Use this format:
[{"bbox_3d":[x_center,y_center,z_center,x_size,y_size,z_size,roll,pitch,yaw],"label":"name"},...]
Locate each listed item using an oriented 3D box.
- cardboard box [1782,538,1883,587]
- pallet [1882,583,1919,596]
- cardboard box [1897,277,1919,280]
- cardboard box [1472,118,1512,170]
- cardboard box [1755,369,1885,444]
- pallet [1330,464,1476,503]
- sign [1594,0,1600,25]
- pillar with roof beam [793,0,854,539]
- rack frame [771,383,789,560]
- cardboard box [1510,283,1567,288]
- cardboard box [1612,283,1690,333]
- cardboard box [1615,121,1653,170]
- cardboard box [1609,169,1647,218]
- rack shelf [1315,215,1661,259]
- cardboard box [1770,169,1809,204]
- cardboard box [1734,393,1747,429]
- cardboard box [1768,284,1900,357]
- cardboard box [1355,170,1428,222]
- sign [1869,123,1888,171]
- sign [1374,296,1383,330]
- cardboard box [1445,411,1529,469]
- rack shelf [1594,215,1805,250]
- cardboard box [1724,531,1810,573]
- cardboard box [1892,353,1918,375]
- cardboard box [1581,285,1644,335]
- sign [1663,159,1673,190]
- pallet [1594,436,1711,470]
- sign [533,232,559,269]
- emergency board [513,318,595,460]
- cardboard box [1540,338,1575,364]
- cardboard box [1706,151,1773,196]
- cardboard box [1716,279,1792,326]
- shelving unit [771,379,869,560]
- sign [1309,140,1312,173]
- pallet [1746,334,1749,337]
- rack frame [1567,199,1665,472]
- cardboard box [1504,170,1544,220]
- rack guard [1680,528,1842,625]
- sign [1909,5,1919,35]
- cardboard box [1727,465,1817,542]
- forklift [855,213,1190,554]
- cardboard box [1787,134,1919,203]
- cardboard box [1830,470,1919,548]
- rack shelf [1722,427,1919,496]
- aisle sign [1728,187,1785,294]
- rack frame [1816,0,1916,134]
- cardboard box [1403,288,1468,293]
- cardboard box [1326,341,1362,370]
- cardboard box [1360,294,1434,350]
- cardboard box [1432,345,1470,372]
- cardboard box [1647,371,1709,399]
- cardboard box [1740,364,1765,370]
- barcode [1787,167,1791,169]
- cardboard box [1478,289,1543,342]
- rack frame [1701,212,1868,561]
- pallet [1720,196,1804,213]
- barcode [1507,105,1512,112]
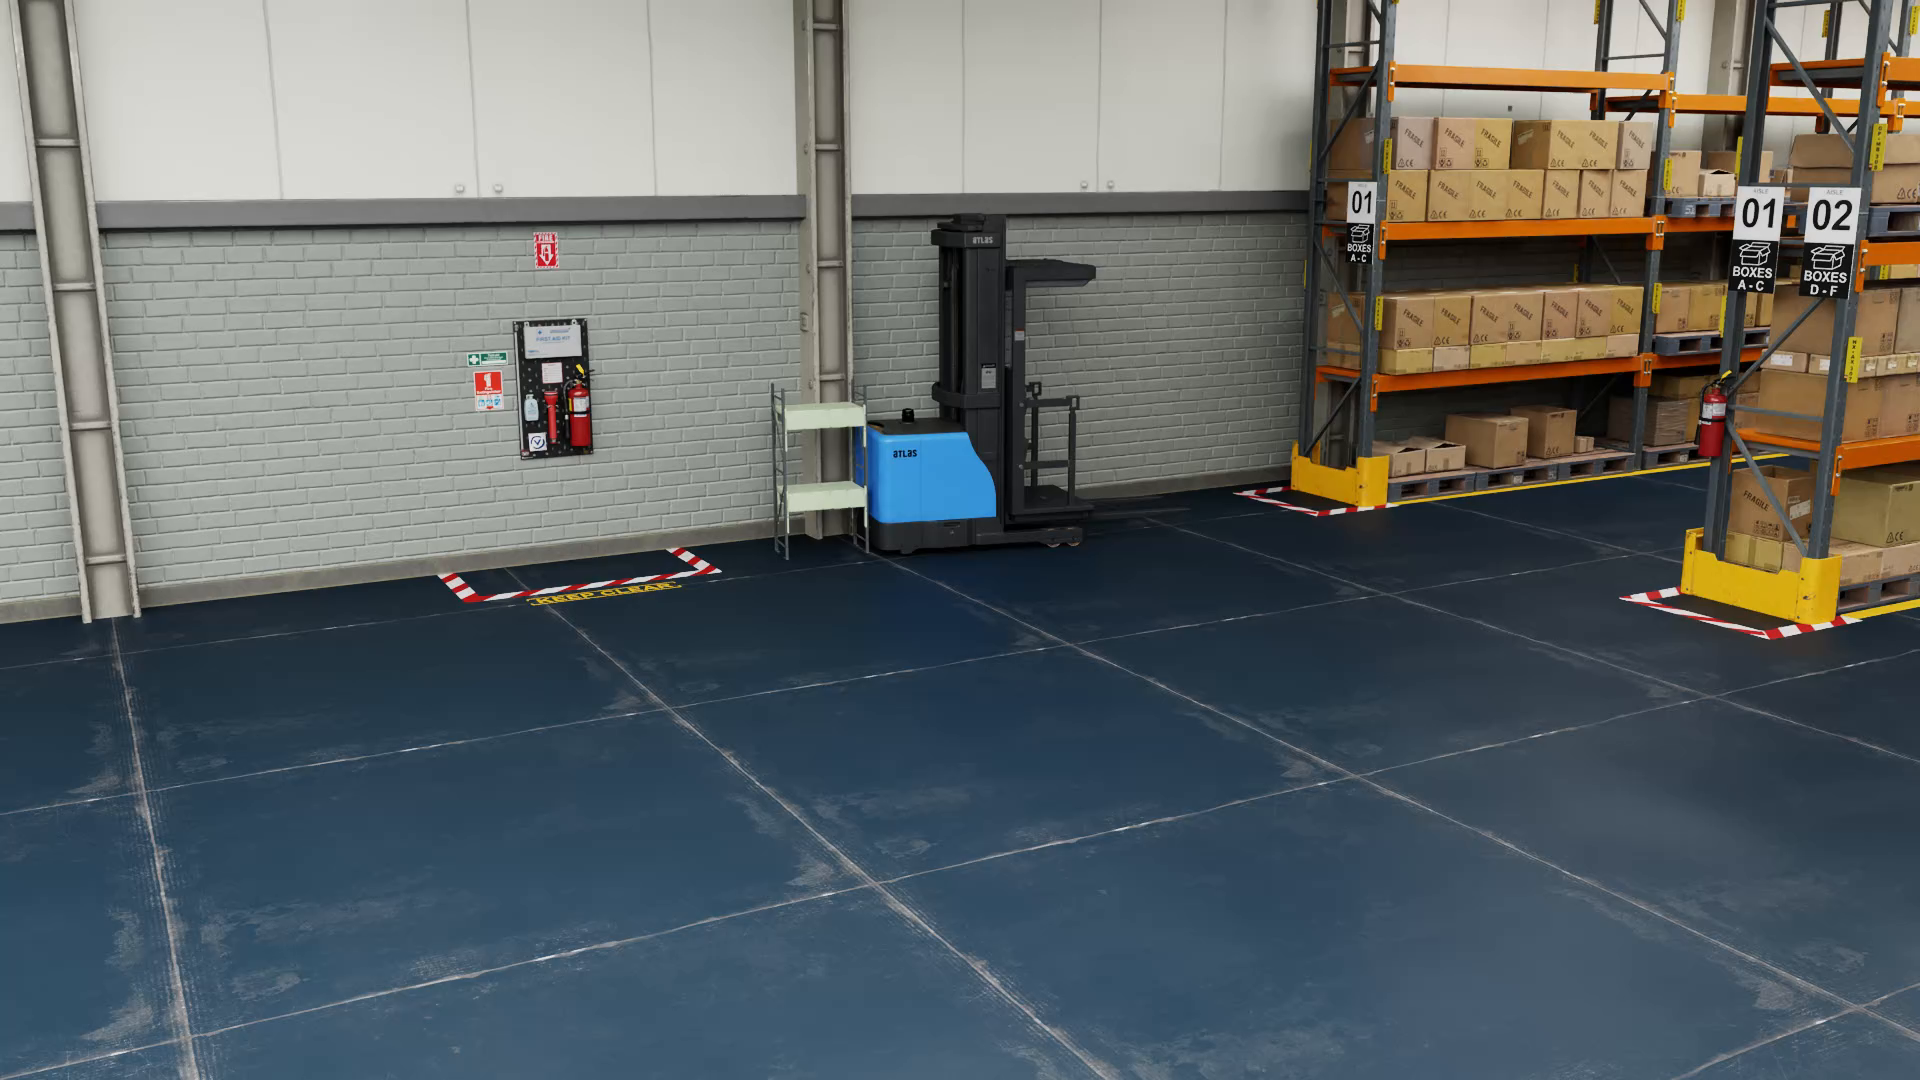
[{"bbox_3d":[6.809,0.166,12.987,0.500,0.250,0.500,-7,14,-28],"label":"cardboard box"},{"bbox_3d":[7.953,0.187,13.937,1.213,0.211,1.003,-7,14,-28],"label":"pallet"},{"bbox_3d":[8.035,-1.853,13.471,0.500,0.500,0.700,-7,14,-28],"label":"cardboard box"},{"bbox_3d":[5.219,-4.014,16.872,0.500,0.500,0.500,-6,14,-26],"label":"cardboard box"},{"bbox_3d":[6.648,-1.053,12.868,0.500,0.500,0.700,-7,14,-28],"label":"cardboard box"},{"bbox_3d":[4.652,-0.638,17.603,1.213,0.211,1.003,-7,14,-28],"label":"pallet"},{"bbox_3d":[7.095,-5.898,18.475,0.005,0.325,0.100,-7,14,-28],"label":"sign"},{"bbox_3d":[0.851,-3.618,10.830,0.400,9.000,9.100,-7,14,-28],"label":"pillar with roof beam"},{"bbox_3d":[-1.572,-0.598,14.492,0.023,1.500,0.400,-5,14,-20],"label":"rack frame"},{"bbox_3d":[6.398,-2.572,18.434,0.500,0.500,0.500,-7,14,-28],"label":"cardboard box"},{"bbox_3d":[7.829,-2.643,18.931,0.500,0.500,0.700,-7,14,-28],"label":"cardboard box"},{"bbox_3d":[7.056,-4.237,17.863,0.500,0.500,0.500,-8,15,-33],"label":"cardboard box"},{"bbox_3d":[7.039,-3.753,17.990,0.500,0.500,0.500,-6,14,-26],"label":"cardboard box"},{"bbox_3d":[5.611,-3.234,17.596,4.000,0.370,1.077,-7,14,-28],"label":"rack shelf"},{"bbox_3d":[9.695,-4.158,19.782,0.637,0.503,0.797,-5,14,-20],"label":"cardboard box"},{"bbox_3d":[8.901,-1.518,19.854,0.500,0.500,0.700,-7,14,-27],"label":"cardboard box"},{"bbox_3d":[6.694,-1.691,12.750,0.500,0.500,0.700,-7,14,-28],"label":"cardboard box"},{"bbox_3d":[4.269,-3.420,16.511,0.500,0.500,0.500,-6,14,-26],"label":"cardboard box"},{"bbox_3d":[6.493,-2.778,11.759,0.005,0.325,0.100,-7,14,-28],"label":"sign"},{"bbox_3d":[4.115,-2.229,16.352,0.005,0.325,0.100,-7,14,-28],"label":"sign"},{"bbox_3d":[5.674,-1.090,17.951,0.500,0.500,0.700,-8,15,-31],"label":"cardboard box"},{"bbox_3d":[9.122,-3.655,19.466,4.000,0.370,1.077,-7,14,-28],"label":"rack shelf"},{"bbox_3d":[6.561,0.066,13.431,0.500,0.250,0.500,-7,14,-28],"label":"cardboard box"},{"bbox_3d":[7.130,-1.376,12.829,0.250,0.149,0.380,-7,14,-28],"label":"cardboard box"},{"bbox_3d":[7.099,-2.525,18.227,0.500,0.500,0.500,-7,14,-28],"label":"cardboard box"},{"bbox_3d":[7.633,-3.944,17.934,0.005,0.325,0.100,-7,14,-28],"label":"sign"},{"bbox_3d":[8.049,-1.054,19.453,1.213,0.211,1.003,-7,14,-28],"label":"pallet"},{"bbox_3d":[-3.453,-2.417,13.879,0.199,0.298,0.001,-7,14,-28],"label":"sign"},{"bbox_3d":[-3.399,-1.268,14.052,0.643,1.169,0.194,-7,14,-28],"label":"emergency board"},{"bbox_3d":[6.220,-2.054,17.840,0.500,0.250,0.500,-7,14,-28],"label":"cardboard box"},{"bbox_3d":[8.967,-4.221,19.158,0.500,0.500,0.500,-7,15,-30],"label":"cardboard box"},{"bbox_3d":[9.386,-2.830,19.762,0.500,0.500,0.700,-7,14,-28],"label":"cardboard box"},{"bbox_3d":[-1.230,-0.626,14.618,0.755,1.500,0.431,-5,14,-20],"label":"shelving unit"},{"bbox_3d":[3.607,-3.916,16.970,0.005,0.325,0.100,-7,14,-28],"label":"sign"},{"bbox_3d":[10.303,-2.564,20.248,1.003,0.211,1.213,-7,14,-28],"label":"pallet"},{"bbox_3d":[7.366,-2.332,18.781,0.127,3.000,1.000,-7,14,-28],"label":"rack frame"},{"bbox_3d":[5.671,-3.586,17.246,0.500,0.500,0.500,-6,14,-24],"label":"cardboard box"},{"bbox_3d":[6.211,0.265,12.934,0.348,0.500,1.175,-7,14,-28],"label":"rack guard"},{"bbox_3d":[11.146,-6.071,19.421,0.005,0.325,0.100,-7,14,-28],"label":"sign"},{"bbox_3d":[6.560,-0.300,13.350,0.500,0.500,0.500,-7,14,-28],"label":"cardboard box"},{"bbox_3d":[0.602,-1.471,15.110,3.031,2.935,1.130,-4,13,-17],"label":"forklift"},{"bbox_3d":[6.738,-2.804,12.534,0.637,0.503,0.797,-6,14,-24],"label":"cardboard box"},{"bbox_3d":[7.247,-0.253,13.140,0.500,0.500,0.500,-7,14,-28],"label":"cardboard box"},{"bbox_3d":[7.987,-0.817,13.685,4.000,0.370,1.077,-7,14,-28],"label":"rack shelf"},{"bbox_3d":[6.034,-2.275,12.607,0.004,0.787,0.394,-7,14,-28],"label":"aisle sign"},{"bbox_3d":[10.877,-5.680,19.992,0.127,3.000,1.000,-7,14,-28],"label":"rack frame"},{"bbox_3d":[5.065,-2.411,17.718,0.500,0.500,0.500,-7,15,-29],"label":"cardboard box"},{"bbox_3d":[4.173,-1.935,17.310,0.500,0.250,0.500,-7,14,-27],"label":"cardboard box"},{"bbox_3d":[4.418,-2.206,16.809,0.500,0.500,0.500,-7,14,-28],"label":"cardboard box"},{"bbox_3d":[4.885,-1.896,17.137,0.500,0.250,0.500,-7,15,-30],"label":"cardboard box"},{"bbox_3d":[8.389,-1.821,19.492,0.500,0.250,0.500,-7,15,-29],"label":"cardboard box"},{"bbox_3d":[9.740,-1.980,20.201,0.500,0.250,0.500,-7,14,-27],"label":"cardboard box"},{"bbox_3d":[10.251,-4.580,20.573,0.075,0.075,0.001,-7,14,-28],"label":"barcode"},{"bbox_3d":[5.761,-2.366,17.519,0.500,0.500,0.500,-6,14,-26],"label":"cardboard box"},{"bbox_3d":[6.232,-0.957,12.671,0.127,3.000,1.000,-7,14,-28],"label":"rack frame"},{"bbox_3d":[8.868,-3.858,19.157,1.003,0.211,1.213,-7,14,-28],"label":"pallet"},{"bbox_3d":[5.940,-4.659,17.962,0.075,0.075,0.001,-7,14,-28],"label":"barcode"}]
